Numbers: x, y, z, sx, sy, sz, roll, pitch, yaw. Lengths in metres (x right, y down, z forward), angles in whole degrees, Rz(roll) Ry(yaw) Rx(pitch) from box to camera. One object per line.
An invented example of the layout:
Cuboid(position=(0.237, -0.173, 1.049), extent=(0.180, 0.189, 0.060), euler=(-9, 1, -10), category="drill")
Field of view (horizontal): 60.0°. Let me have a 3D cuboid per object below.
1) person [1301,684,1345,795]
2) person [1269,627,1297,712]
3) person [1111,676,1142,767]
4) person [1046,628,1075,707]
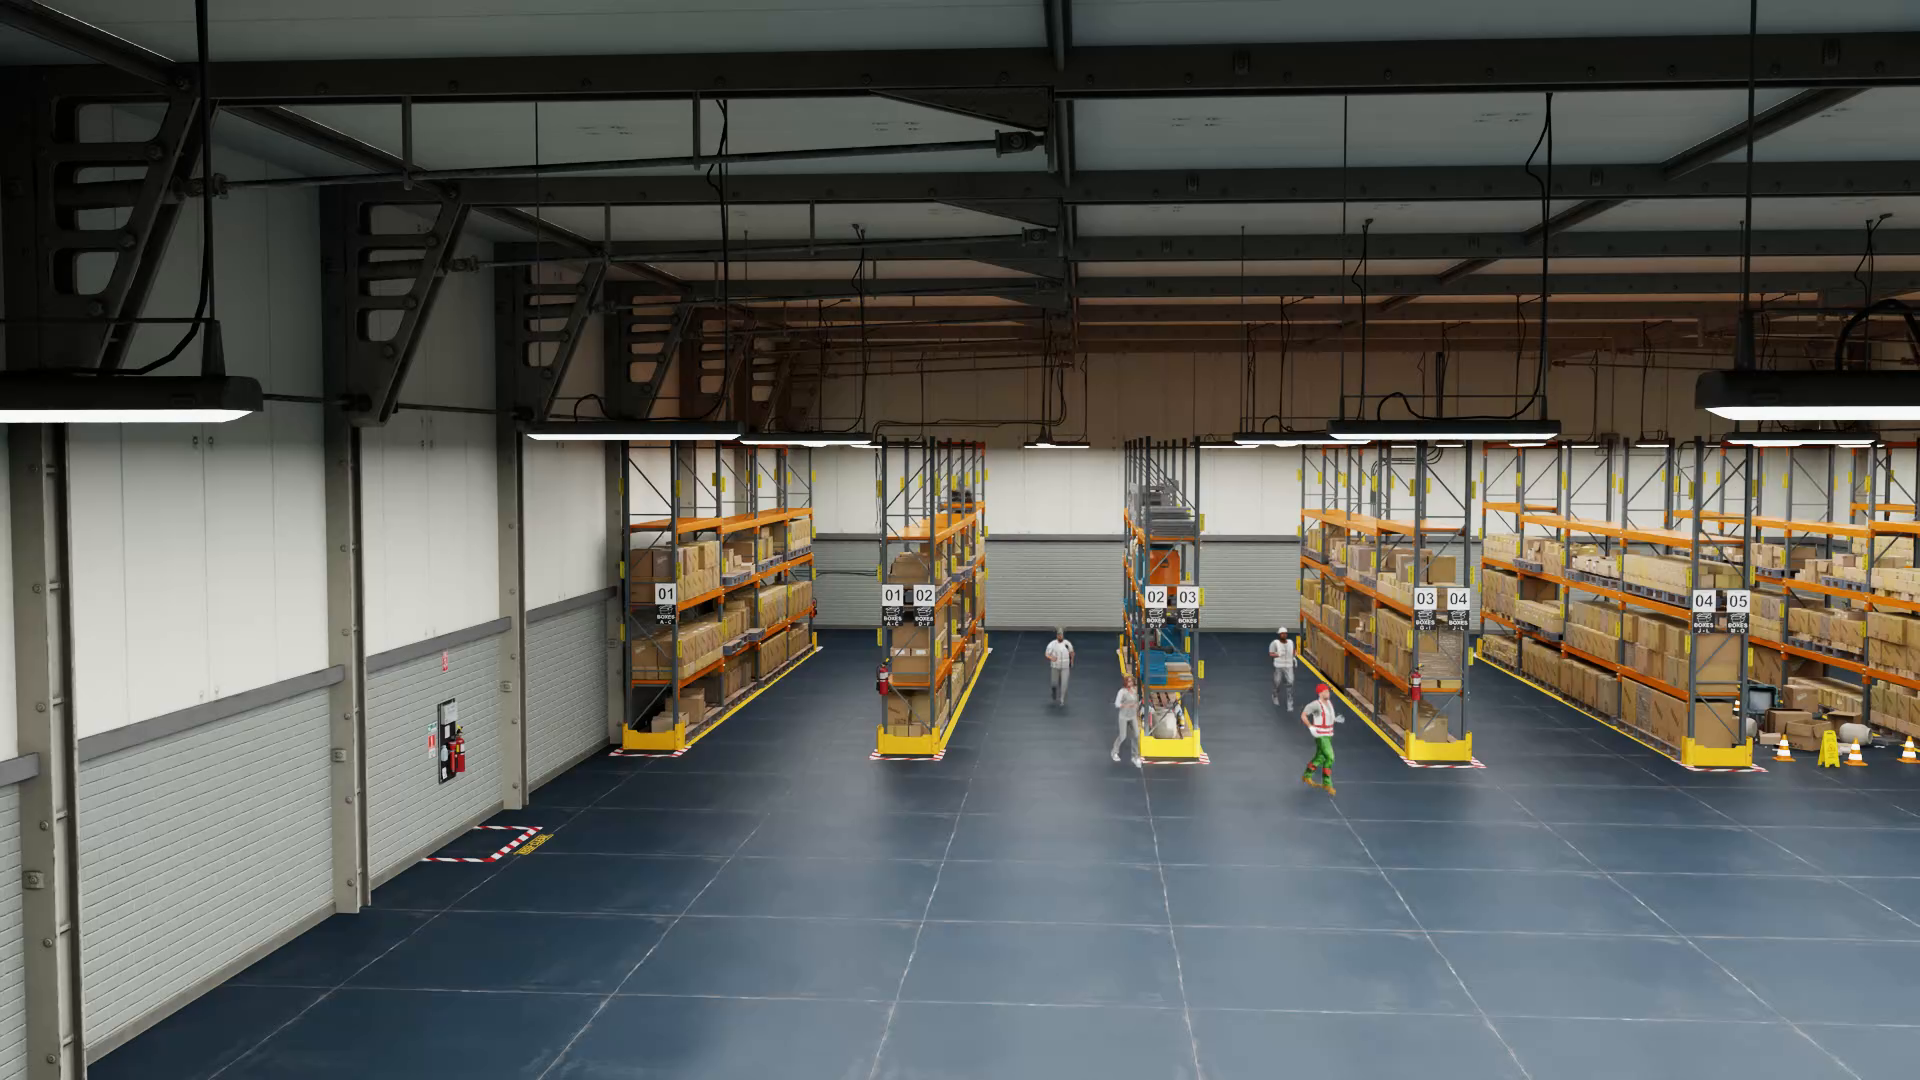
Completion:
Cuboid(position=(6.082, 3.326, 27.989), extent=(0.770, 1.839, 0.635), euler=(3, 4, 41), category="person")
Cuboid(position=(7.158, 2.848, 36.850), extent=(0.665, 1.836, 0.828), euler=(0, 3, -4), category="person")
Cuboid(position=(3.042, 3.290, 30.317), extent=(0.540, 1.628, 0.702), euler=(-2, 4, -31), category="person")
Cuboid(position=(2.266, 2.844, 37.446), extent=(0.674, 1.745, 0.796), euler=(0, 3, -3), category="person")
